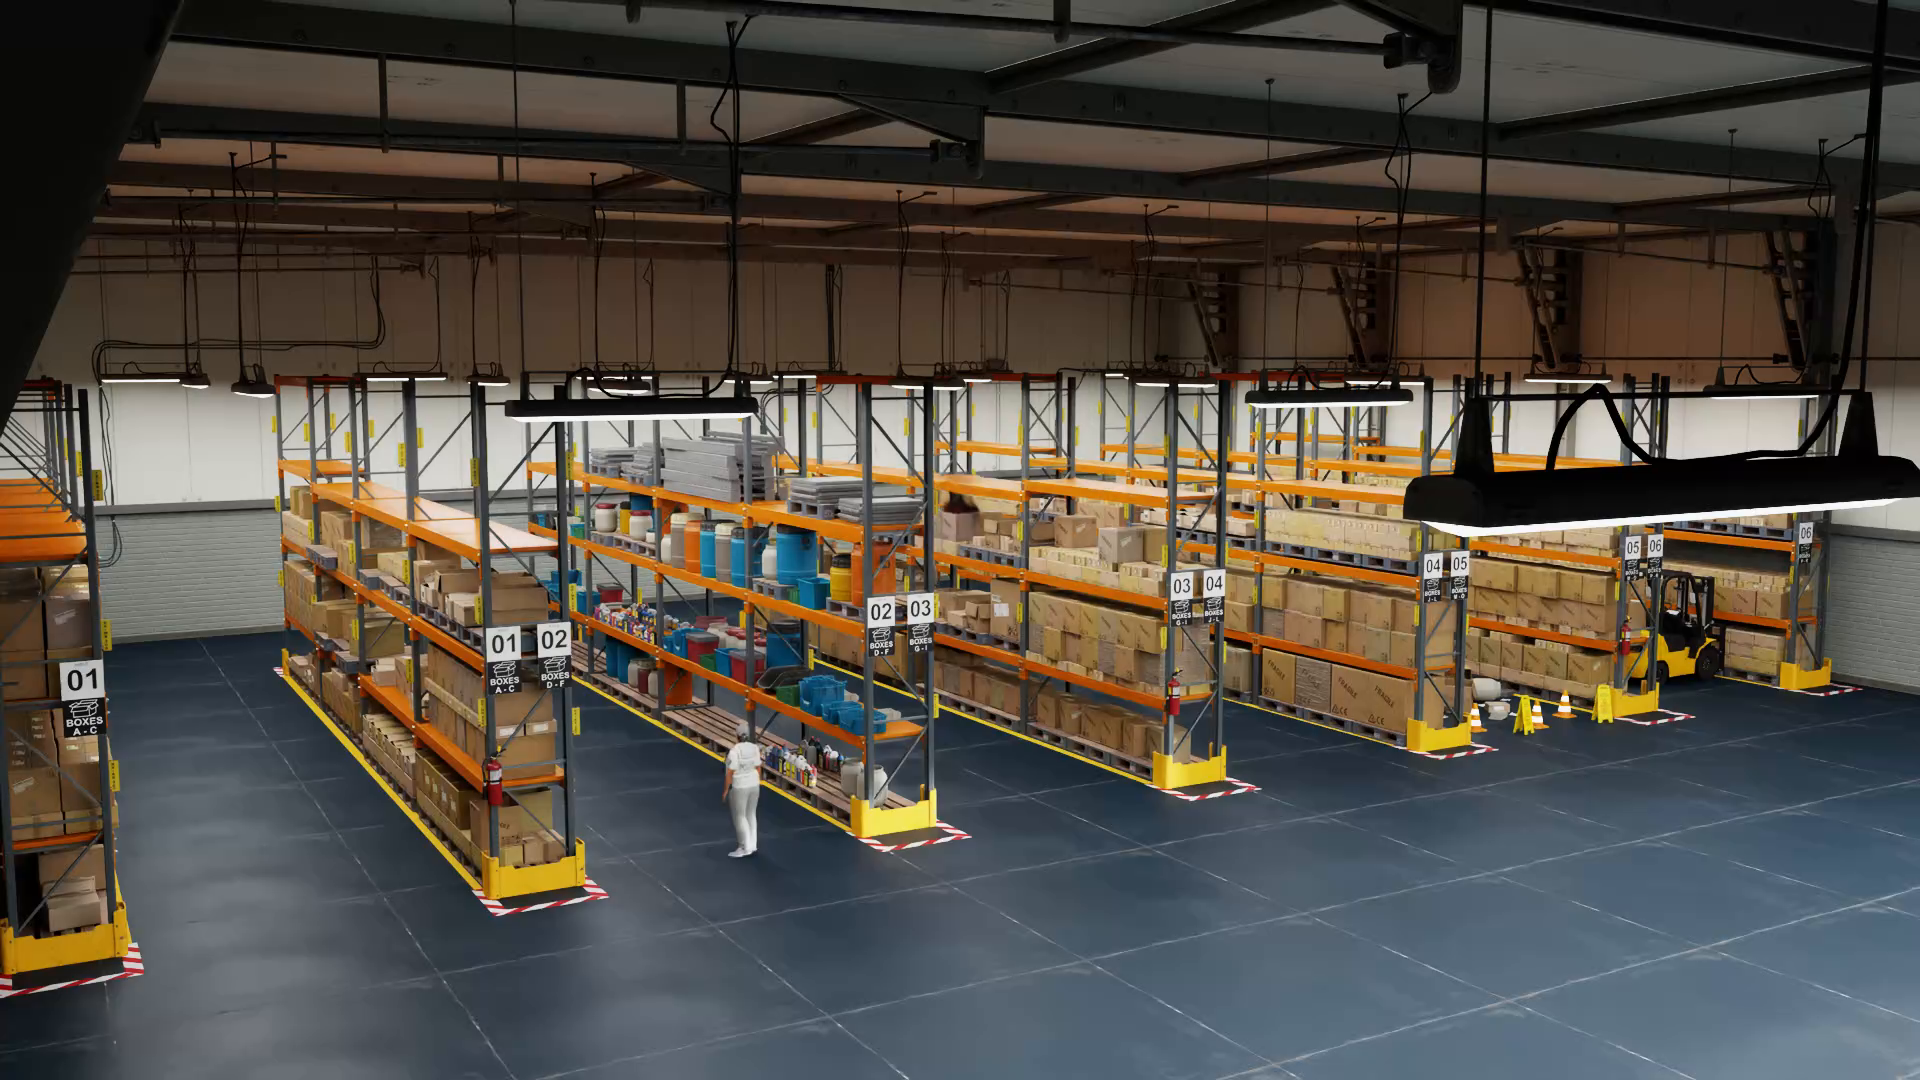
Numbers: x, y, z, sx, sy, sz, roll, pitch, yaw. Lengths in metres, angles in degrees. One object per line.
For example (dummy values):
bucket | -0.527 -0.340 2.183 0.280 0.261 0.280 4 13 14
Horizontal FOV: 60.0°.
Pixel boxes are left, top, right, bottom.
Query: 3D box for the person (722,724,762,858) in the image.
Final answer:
person | -2.781 3.190 21.246 0.405 1.683 0.527 6 8 42

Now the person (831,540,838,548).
person | -3.249 0.831 42.958 0.530 1.663 0.421 -5 8 -39
